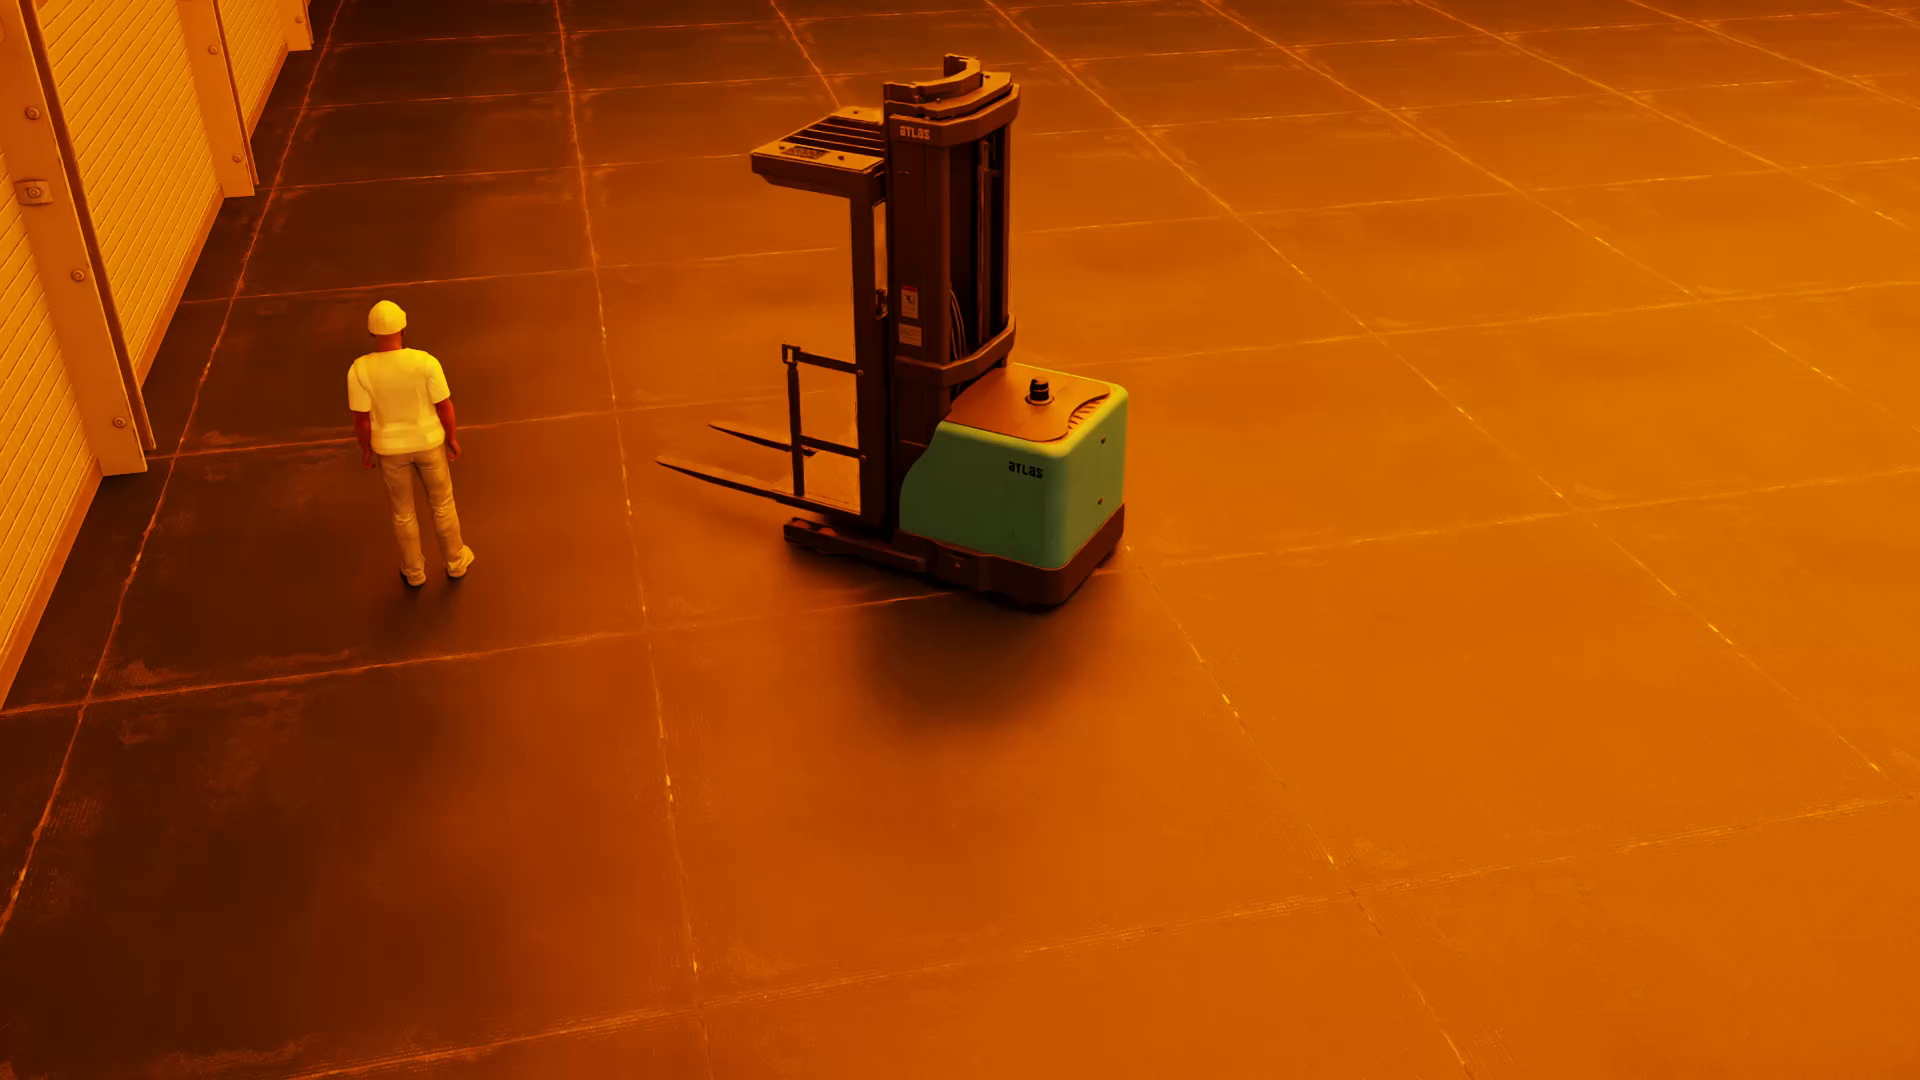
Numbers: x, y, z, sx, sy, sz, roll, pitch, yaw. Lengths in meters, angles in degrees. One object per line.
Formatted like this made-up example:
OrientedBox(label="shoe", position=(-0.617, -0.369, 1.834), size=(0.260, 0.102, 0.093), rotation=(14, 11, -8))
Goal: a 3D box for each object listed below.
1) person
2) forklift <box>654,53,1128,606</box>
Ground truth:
OrientedBox(label="person", position=(-3.218, -0.567, 9.715), size=(0.562, 1.771, 0.370), rotation=(-9, 31, -15))
OrientedBox(label="forklift", position=(-0.526, -1.395, 9.984), size=(3.031, 2.935, 1.130), rotation=(15, 33, 24))
